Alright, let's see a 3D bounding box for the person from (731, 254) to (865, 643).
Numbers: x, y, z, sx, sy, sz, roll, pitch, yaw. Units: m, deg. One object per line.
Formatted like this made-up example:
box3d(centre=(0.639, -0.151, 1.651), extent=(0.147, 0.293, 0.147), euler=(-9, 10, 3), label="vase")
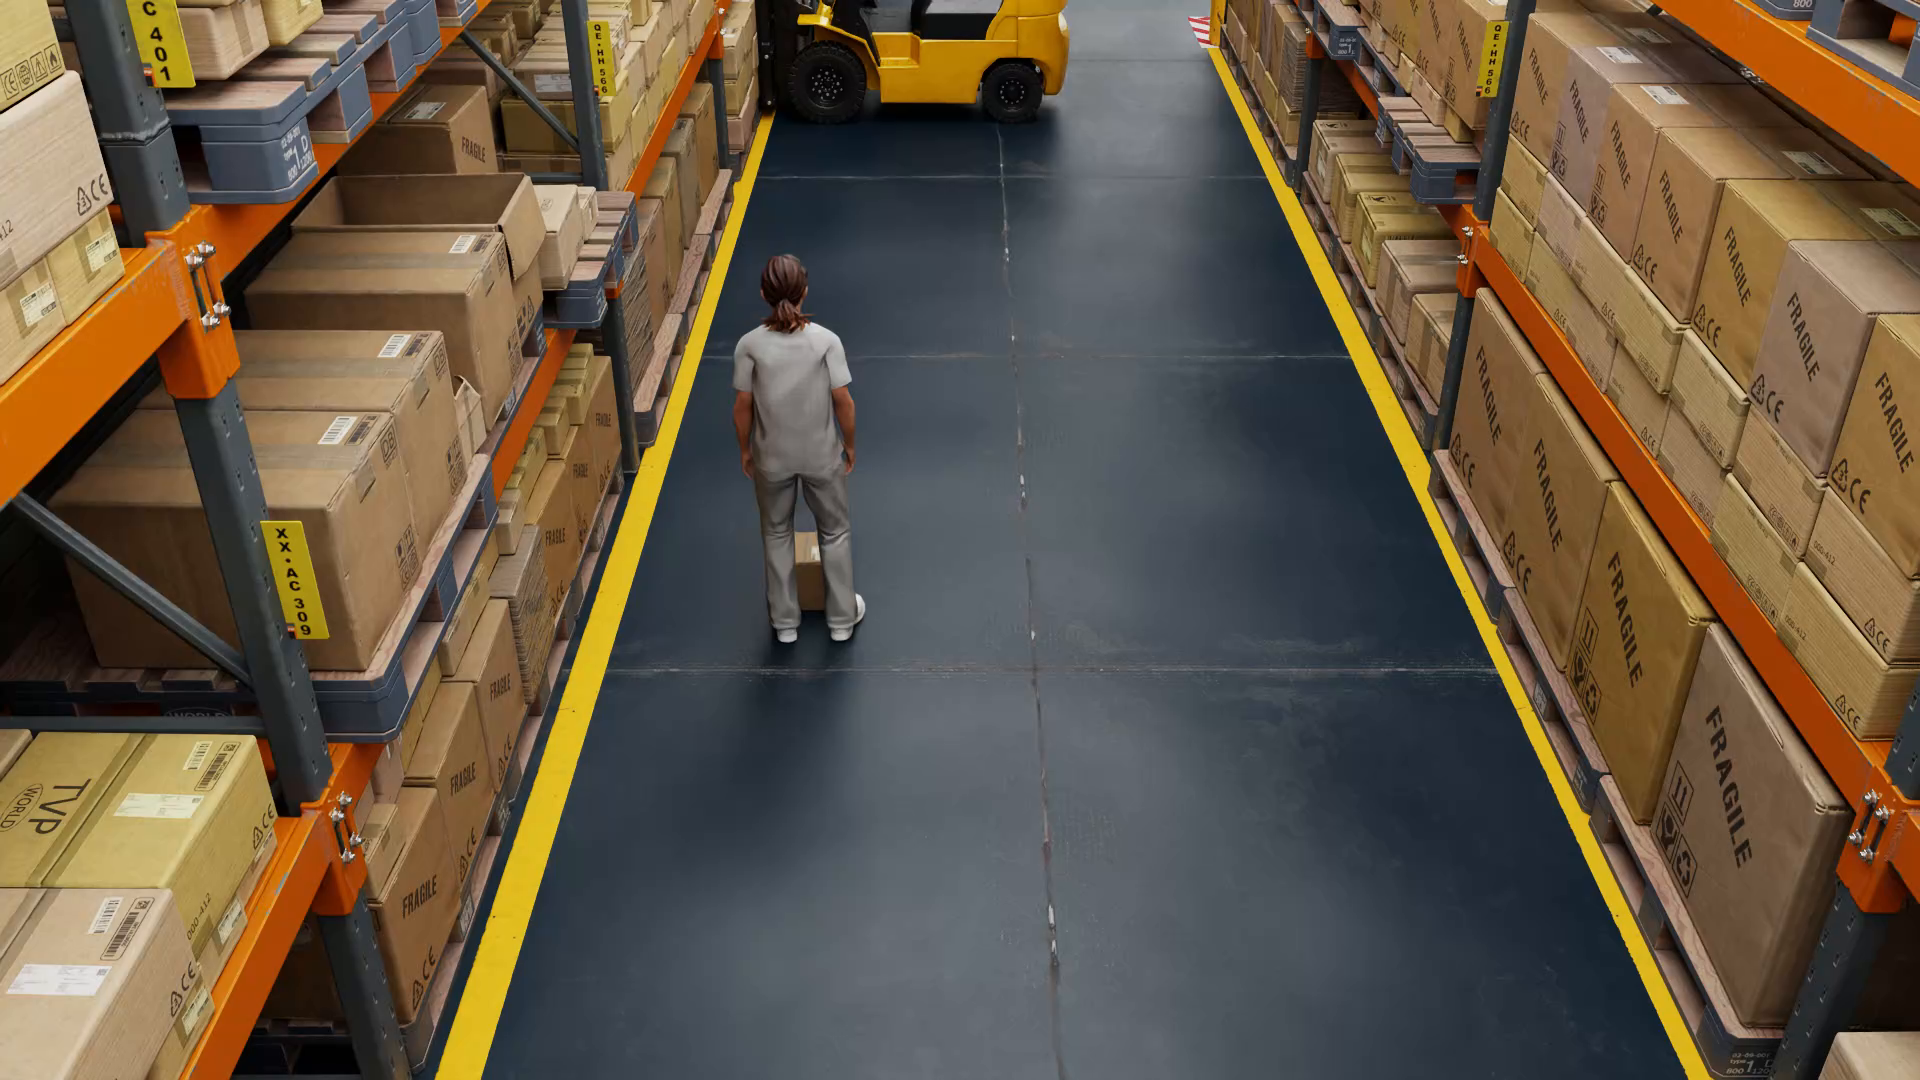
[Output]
box3d(centre=(-0.650, -0.338, 6.685), extent=(0.489, 1.673, 0.359), euler=(-2, 32, -3), label="person")
